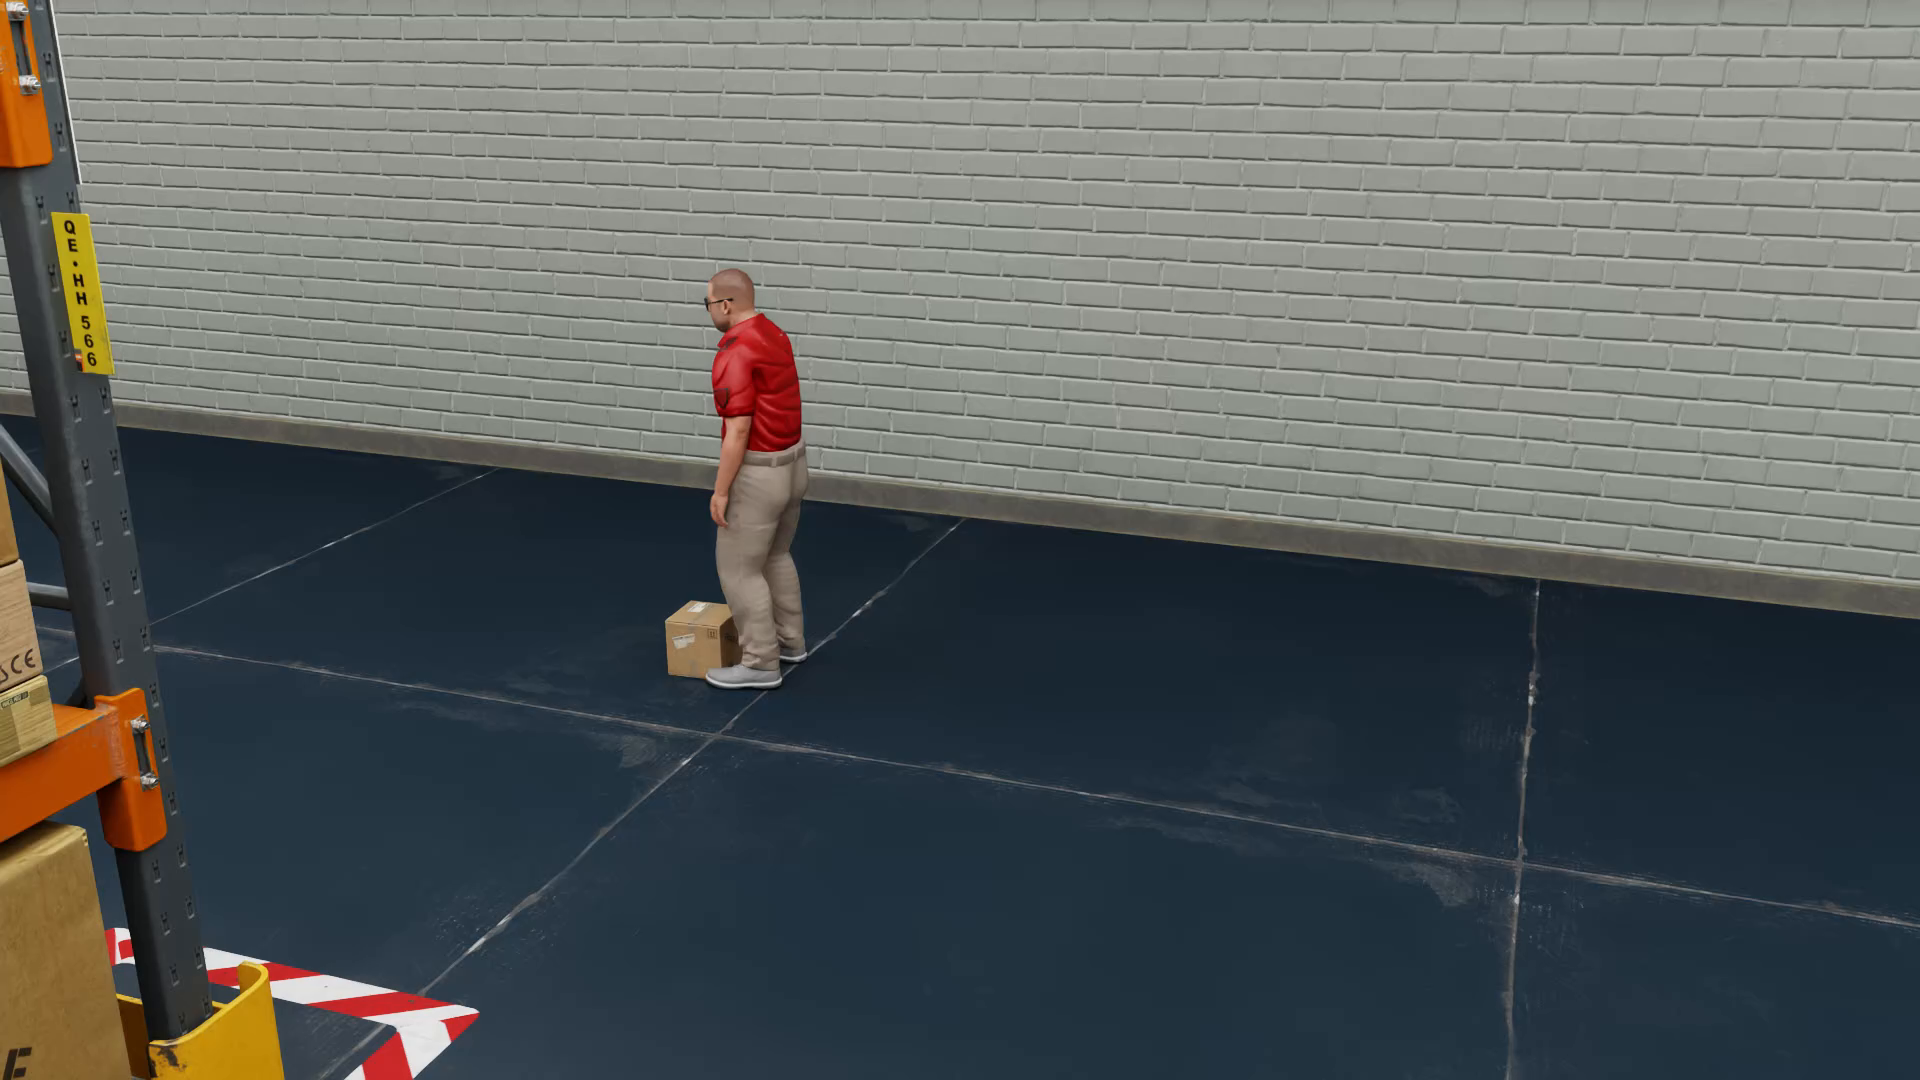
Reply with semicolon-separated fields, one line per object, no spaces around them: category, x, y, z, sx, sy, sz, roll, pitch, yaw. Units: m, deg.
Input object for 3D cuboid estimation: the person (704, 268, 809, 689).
person;-0.845;-0.250;6.829;0.395;1.727;0.586;6;20;19
